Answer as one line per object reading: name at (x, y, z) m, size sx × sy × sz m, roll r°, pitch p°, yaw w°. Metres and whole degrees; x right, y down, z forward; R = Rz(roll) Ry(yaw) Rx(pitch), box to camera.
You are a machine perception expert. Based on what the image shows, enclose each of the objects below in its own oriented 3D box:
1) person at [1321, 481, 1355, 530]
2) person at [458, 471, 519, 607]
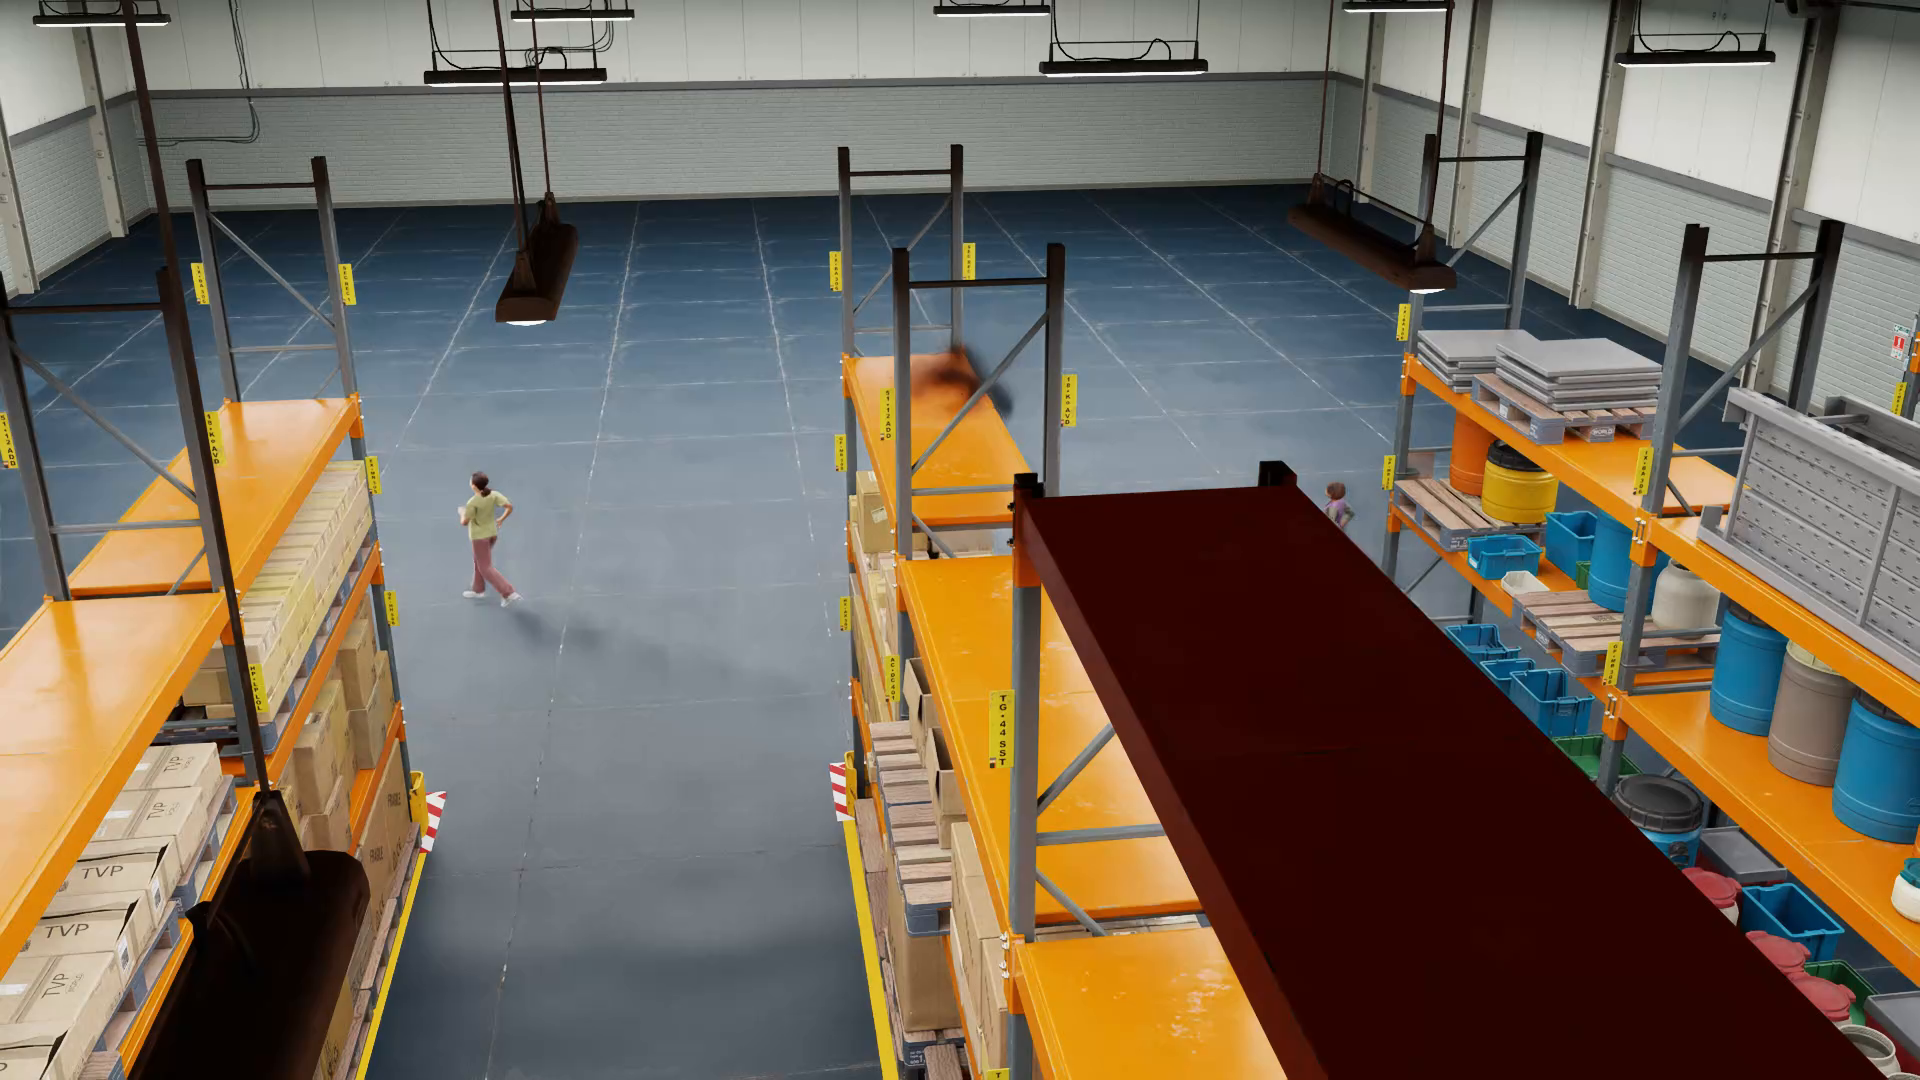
person at (4.282, 0.055, 19.324) m, size 0.664 × 1.590 × 0.512 m, roll 5°, pitch 22°, yaw 13°
person at (-5.532, -0.015, 19.342) m, size 0.967 × 1.658 × 0.571 m, roll 11°, pitch 24°, yaw 26°
